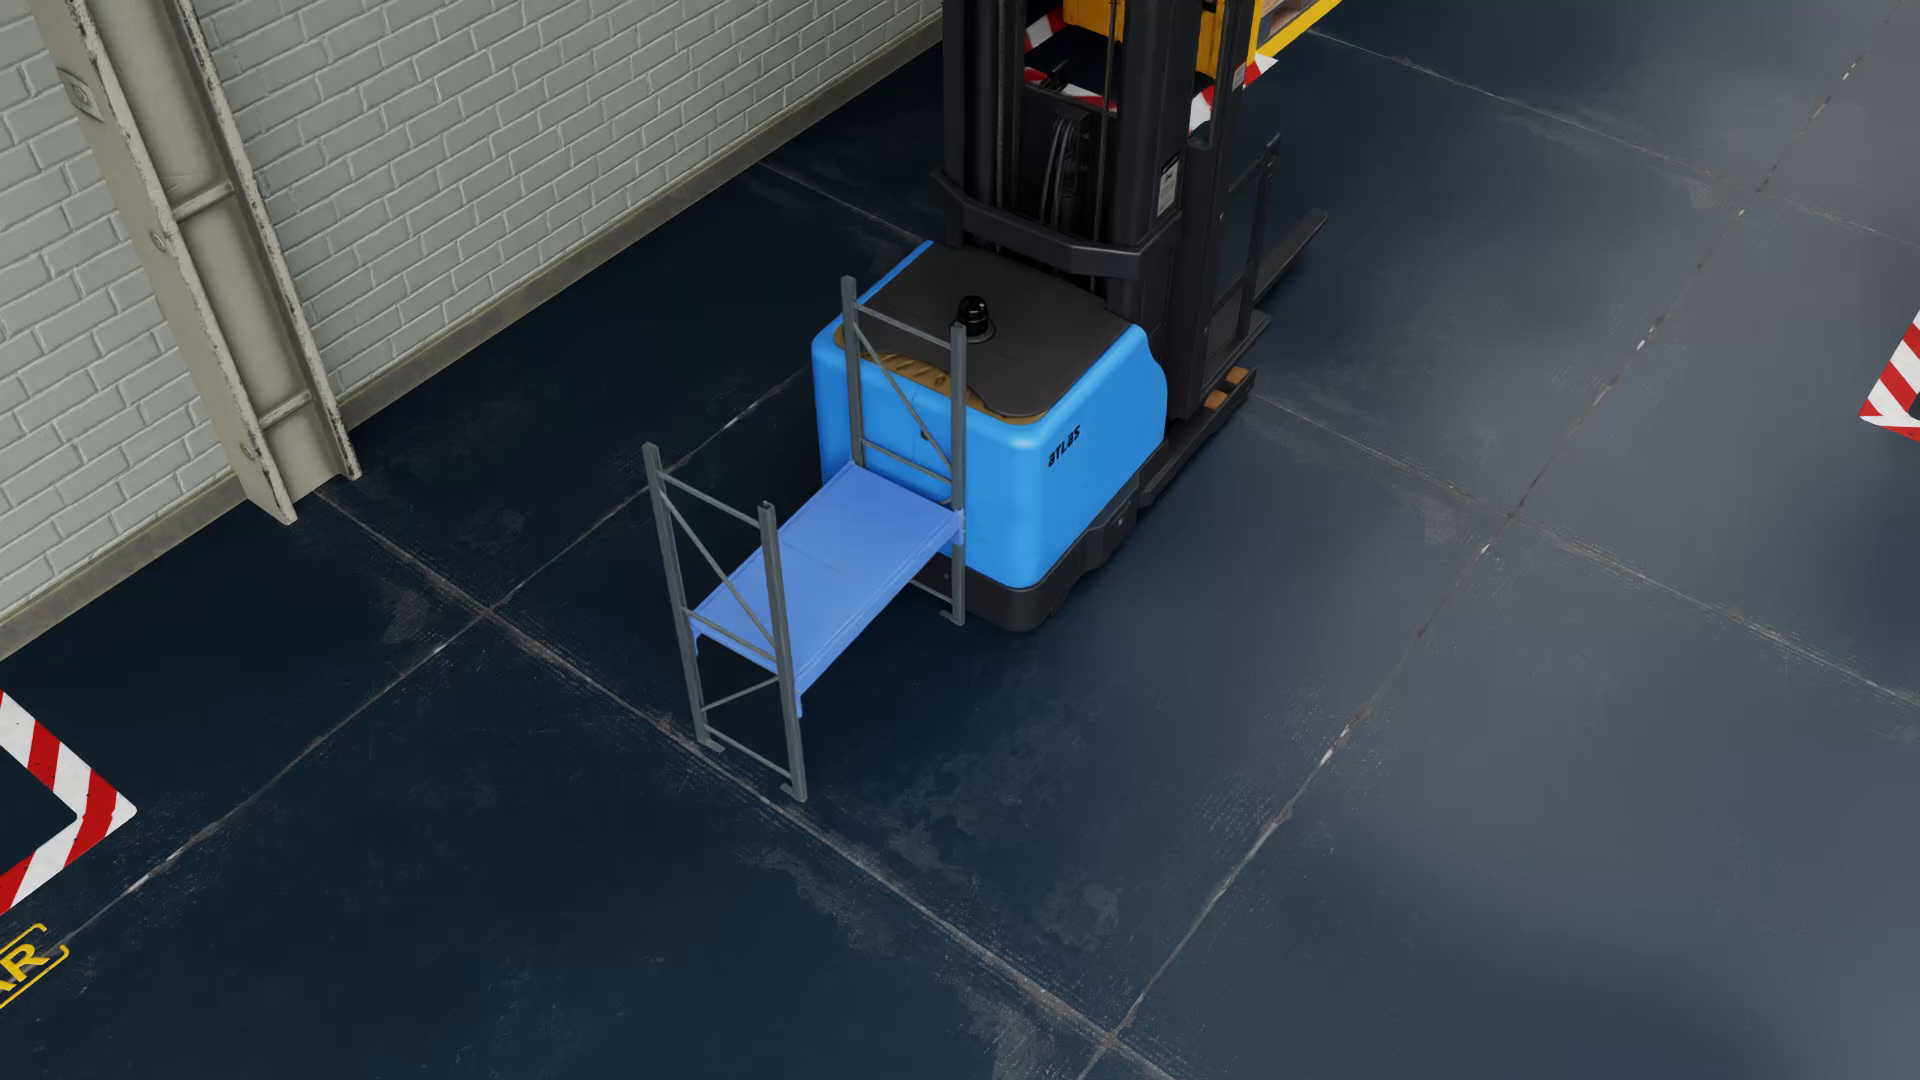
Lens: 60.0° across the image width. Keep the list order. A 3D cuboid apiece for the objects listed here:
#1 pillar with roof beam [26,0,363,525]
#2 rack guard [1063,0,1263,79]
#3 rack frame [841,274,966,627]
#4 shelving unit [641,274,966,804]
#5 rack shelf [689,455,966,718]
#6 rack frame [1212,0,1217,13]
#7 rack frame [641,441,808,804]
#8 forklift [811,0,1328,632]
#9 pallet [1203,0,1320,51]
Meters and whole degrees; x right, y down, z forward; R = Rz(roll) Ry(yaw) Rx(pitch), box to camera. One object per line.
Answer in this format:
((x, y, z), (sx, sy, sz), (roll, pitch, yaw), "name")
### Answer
((0.585, -1.446, 2.073), (9.100, 9.000, 0.400), (29, 53, 25), "pillar with roof beam")
((1.150, -3.107, 9.537), (1.175, 0.500, 0.348), (29, 53, 25), "rack guard")
((-0.194, -0.285, 6.150), (0.500, 1.500, 0.032), (26, 52, 23), "rack frame")
((-0.480, 0.019, 5.859), (0.538, 1.500, 1.048), (26, 52, 23), "shelving unit")
((-0.480, 0.144, 5.989), (0.538, 0.185, 1.000), (26, 52, 23), "rack shelf")
((1.104, -3.927, 8.592), (1.000, 3.000, 0.127), (29, 53, 25), "rack frame")
((-0.765, 0.323, 5.568), (0.500, 1.500, 0.032), (26, 52, 23), "rack frame")
((0.673, -1.692, 6.504), (1.130, 2.935, 3.031), (26, 52, 23), "forklift")
((1.675, -3.457, 10.071), (1.003, 0.211, 1.213), (29, 53, 25), "pallet")
